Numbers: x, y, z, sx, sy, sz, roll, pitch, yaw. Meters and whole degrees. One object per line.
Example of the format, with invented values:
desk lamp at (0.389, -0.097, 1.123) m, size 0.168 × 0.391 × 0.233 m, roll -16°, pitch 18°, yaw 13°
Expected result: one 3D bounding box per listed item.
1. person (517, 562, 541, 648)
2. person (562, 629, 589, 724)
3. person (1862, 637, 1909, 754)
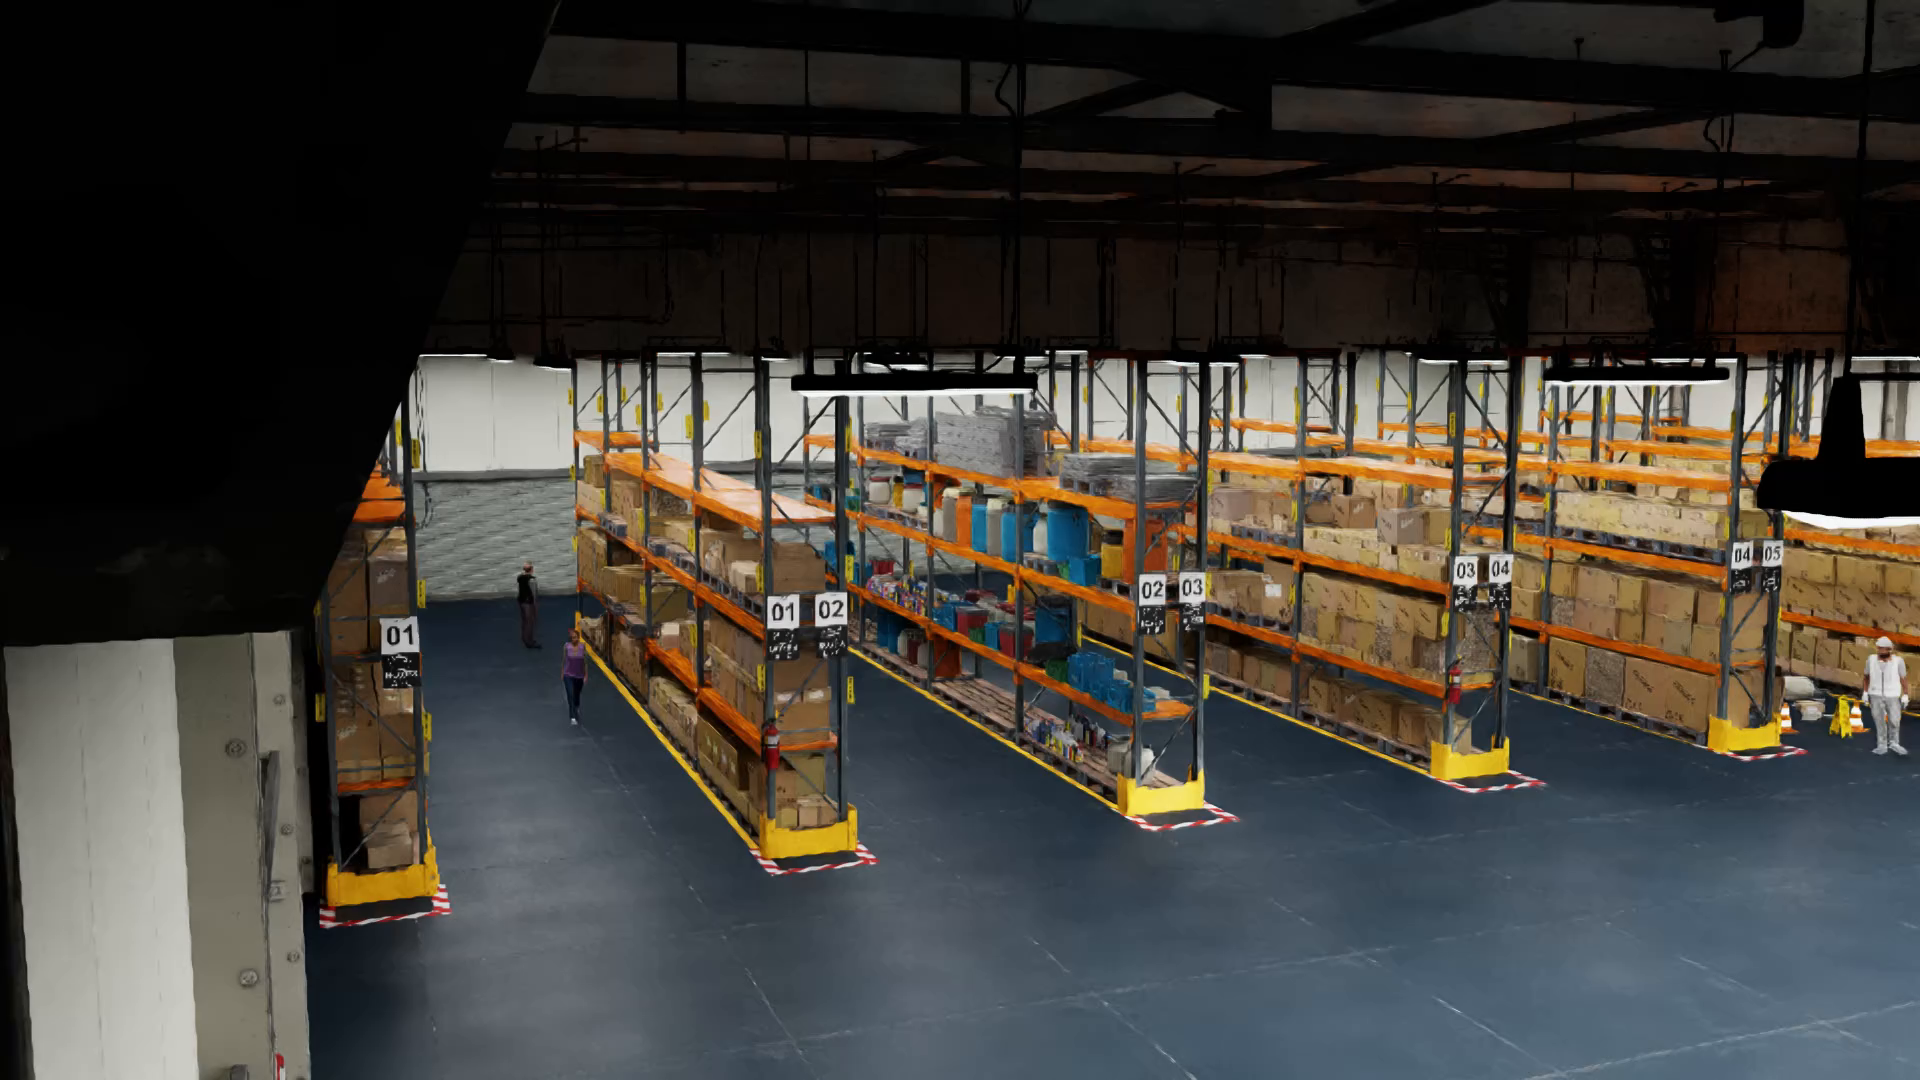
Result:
person at (-8.667, 1.293, 33.540) m, size 0.601 × 1.732 × 0.463 m, roll 6°, pitch 9°, yaw 40°
person at (-6.284, 2.195, 27.194) m, size 0.415 × 1.508 × 1.042 m, roll -3°, pitch 8°, yaw -23°
person at (13.932, 2.335, 25.006) m, size 0.651 × 1.780 × 0.398 m, roll 5°, pitch 9°, yaw 37°
